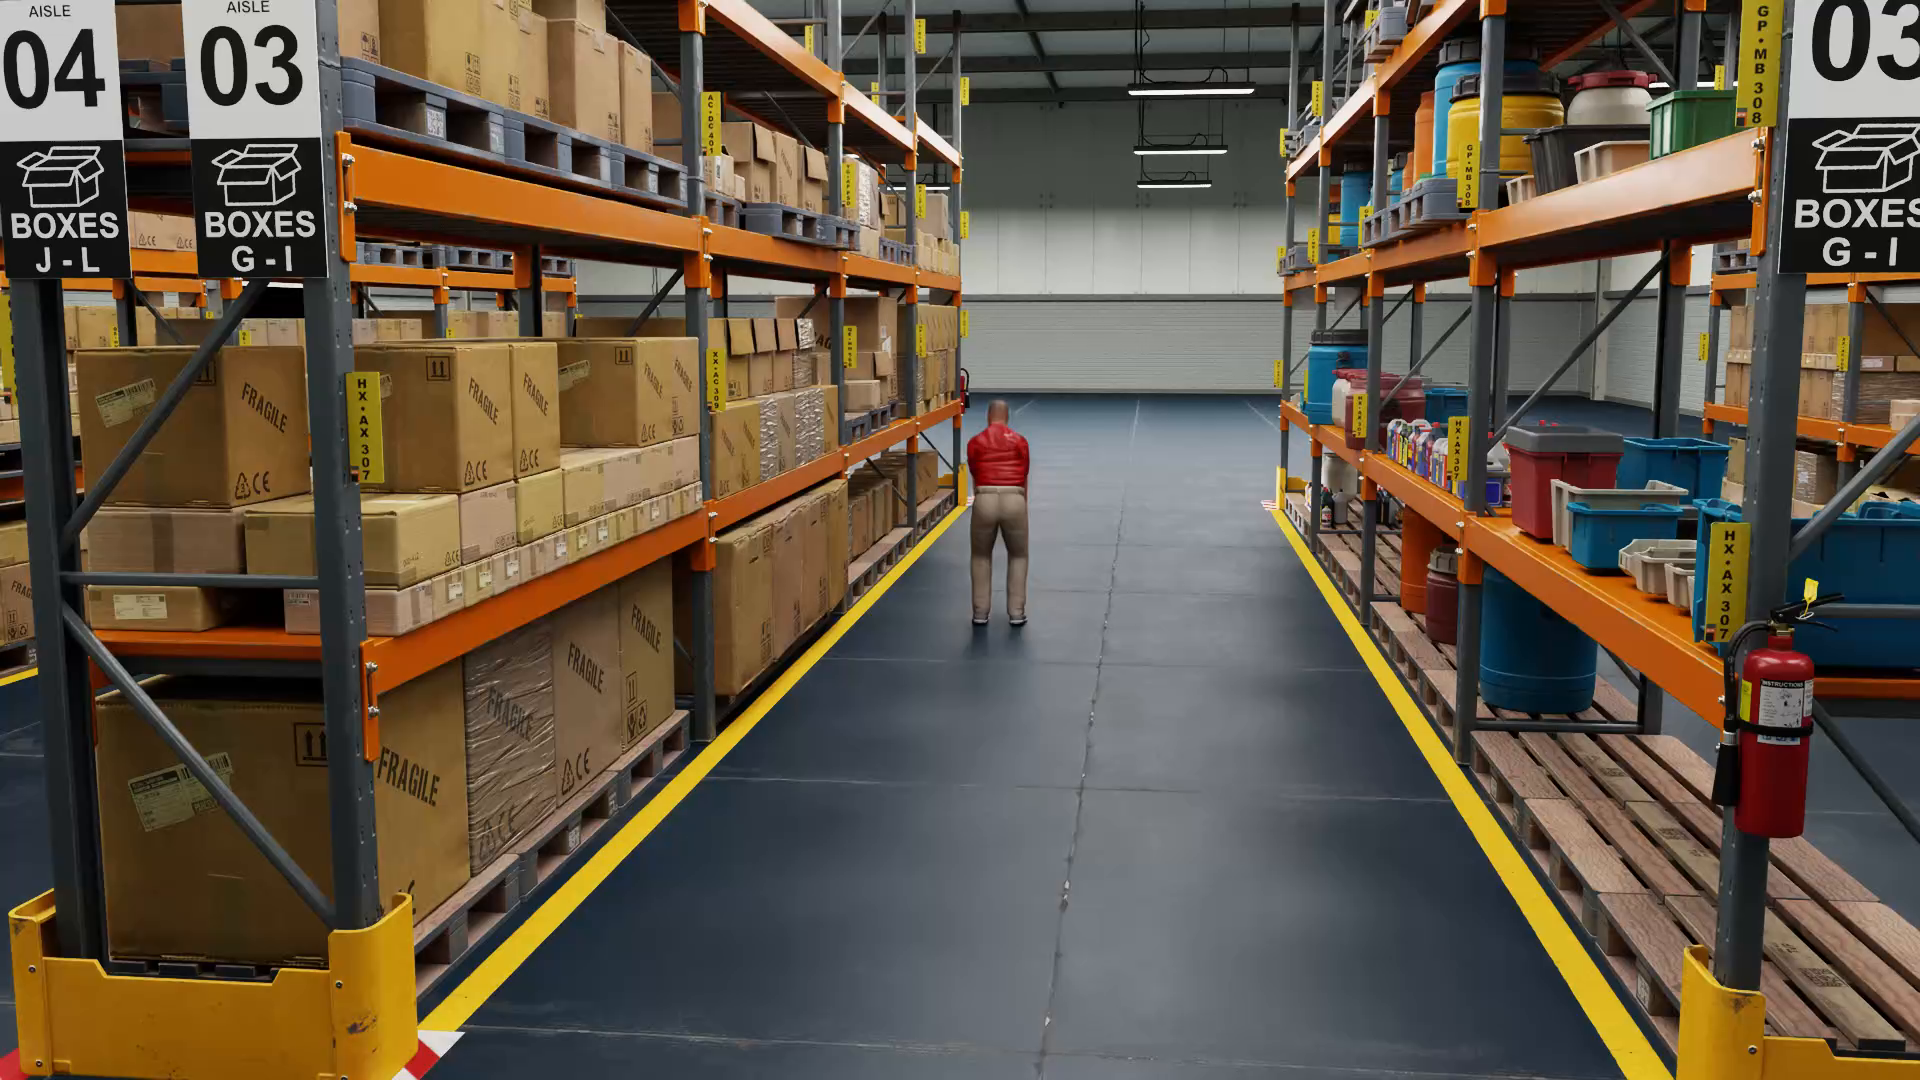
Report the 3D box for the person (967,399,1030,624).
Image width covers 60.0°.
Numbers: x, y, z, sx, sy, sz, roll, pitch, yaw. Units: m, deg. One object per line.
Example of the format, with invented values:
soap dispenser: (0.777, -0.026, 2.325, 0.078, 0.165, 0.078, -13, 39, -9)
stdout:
person: (0.290, -0.220, 12.651, 0.478, 1.702, 0.579, 1, 8, 5)
